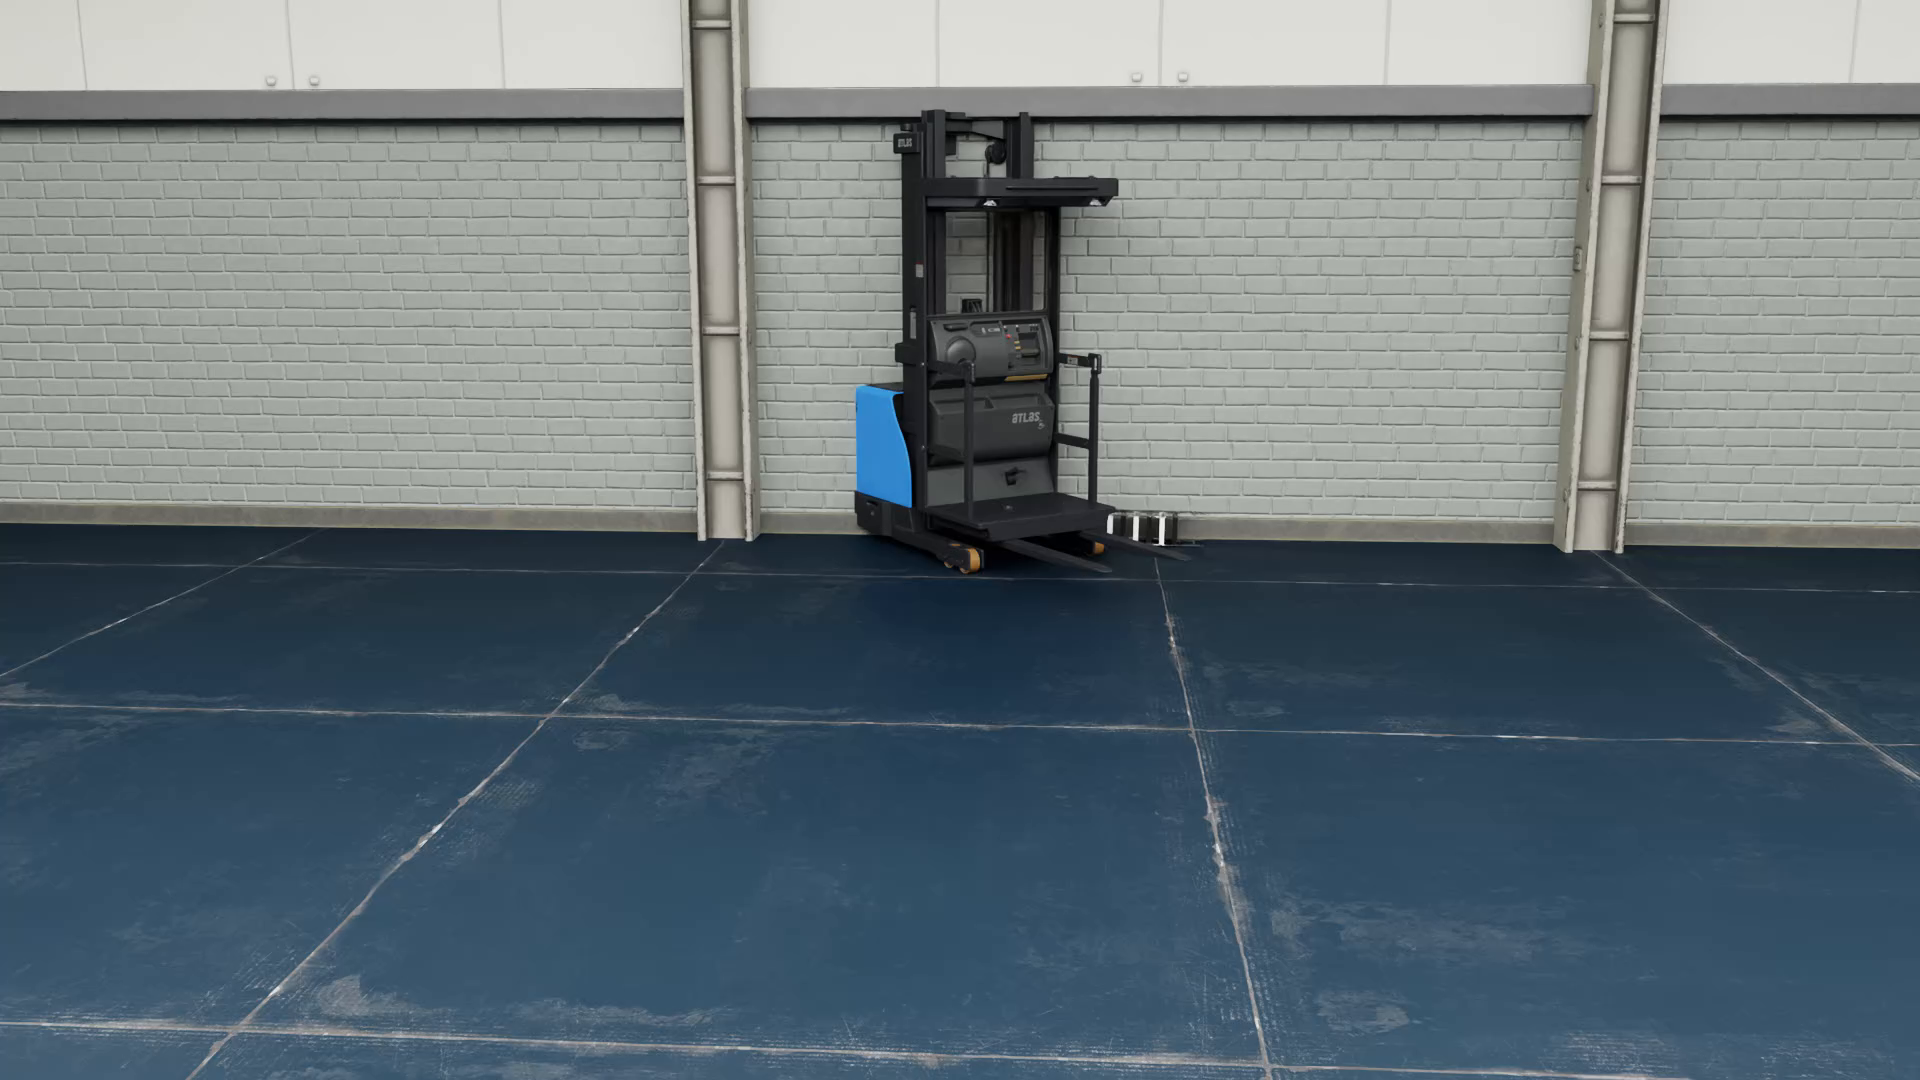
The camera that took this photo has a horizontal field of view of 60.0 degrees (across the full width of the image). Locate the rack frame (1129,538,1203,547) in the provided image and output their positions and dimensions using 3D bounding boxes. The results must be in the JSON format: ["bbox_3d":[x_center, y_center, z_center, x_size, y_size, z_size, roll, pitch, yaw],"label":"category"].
[{"bbox_3d":[1.248,0.012,11.657,0.900,0.006,0.240,2,10,7],"label":"rack frame"}]

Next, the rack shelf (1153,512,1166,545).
[{"bbox_3d":[1.395,-0.083,11.622,0.077,0.200,0.258,2,10,7],"label":"rack shelf"}]

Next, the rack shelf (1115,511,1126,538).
[{"bbox_3d":[1.127,-0.092,11.653,0.077,0.200,0.258,2,10,7],"label":"rack shelf"}]

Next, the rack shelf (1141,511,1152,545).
[{"bbox_3d":[1.306,-0.086,11.632,0.077,0.200,0.258,2,10,7],"label":"rack shelf"}]

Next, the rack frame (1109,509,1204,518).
[{"bbox_3d":[1.251,-0.188,11.621,0.900,0.006,0.240,2,10,7],"label":"rack frame"}]

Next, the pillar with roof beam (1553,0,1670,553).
[{"bbox_3d":[4.052,-3.470,6.378,0.400,9.000,9.100,1,12,4],"label":"pillar with roof beam"}]

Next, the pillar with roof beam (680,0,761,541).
[{"bbox_3d":[-1.935,-3.552,6.771,0.400,9.000,9.100,1,12,4],"label":"pillar with roof beam"}]

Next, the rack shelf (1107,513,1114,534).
[{"bbox_3d":[1.038,-0.095,11.663,0.077,0.200,0.258,2,10,7],"label":"rack shelf"}]

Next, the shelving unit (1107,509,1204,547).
[{"bbox_3d":[1.249,-0.088,11.639,0.900,0.210,0.258,2,10,7],"label":"shelving unit"}]

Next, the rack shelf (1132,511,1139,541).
[{"bbox_3d":[1.216,-0.089,11.643,0.077,0.200,0.258,2,10,7],"label":"rack shelf"}]

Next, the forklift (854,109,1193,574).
[{"bbox_3d":[0.333,-1.326,10.948,1.130,2.935,3.031,-7,14,-31],"label":"forklift"}]

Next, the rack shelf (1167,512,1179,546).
[{"bbox_3d":[1.484,-0.080,11.612,0.077,0.200,0.258,2,10,7],"label":"rack shelf"}]
